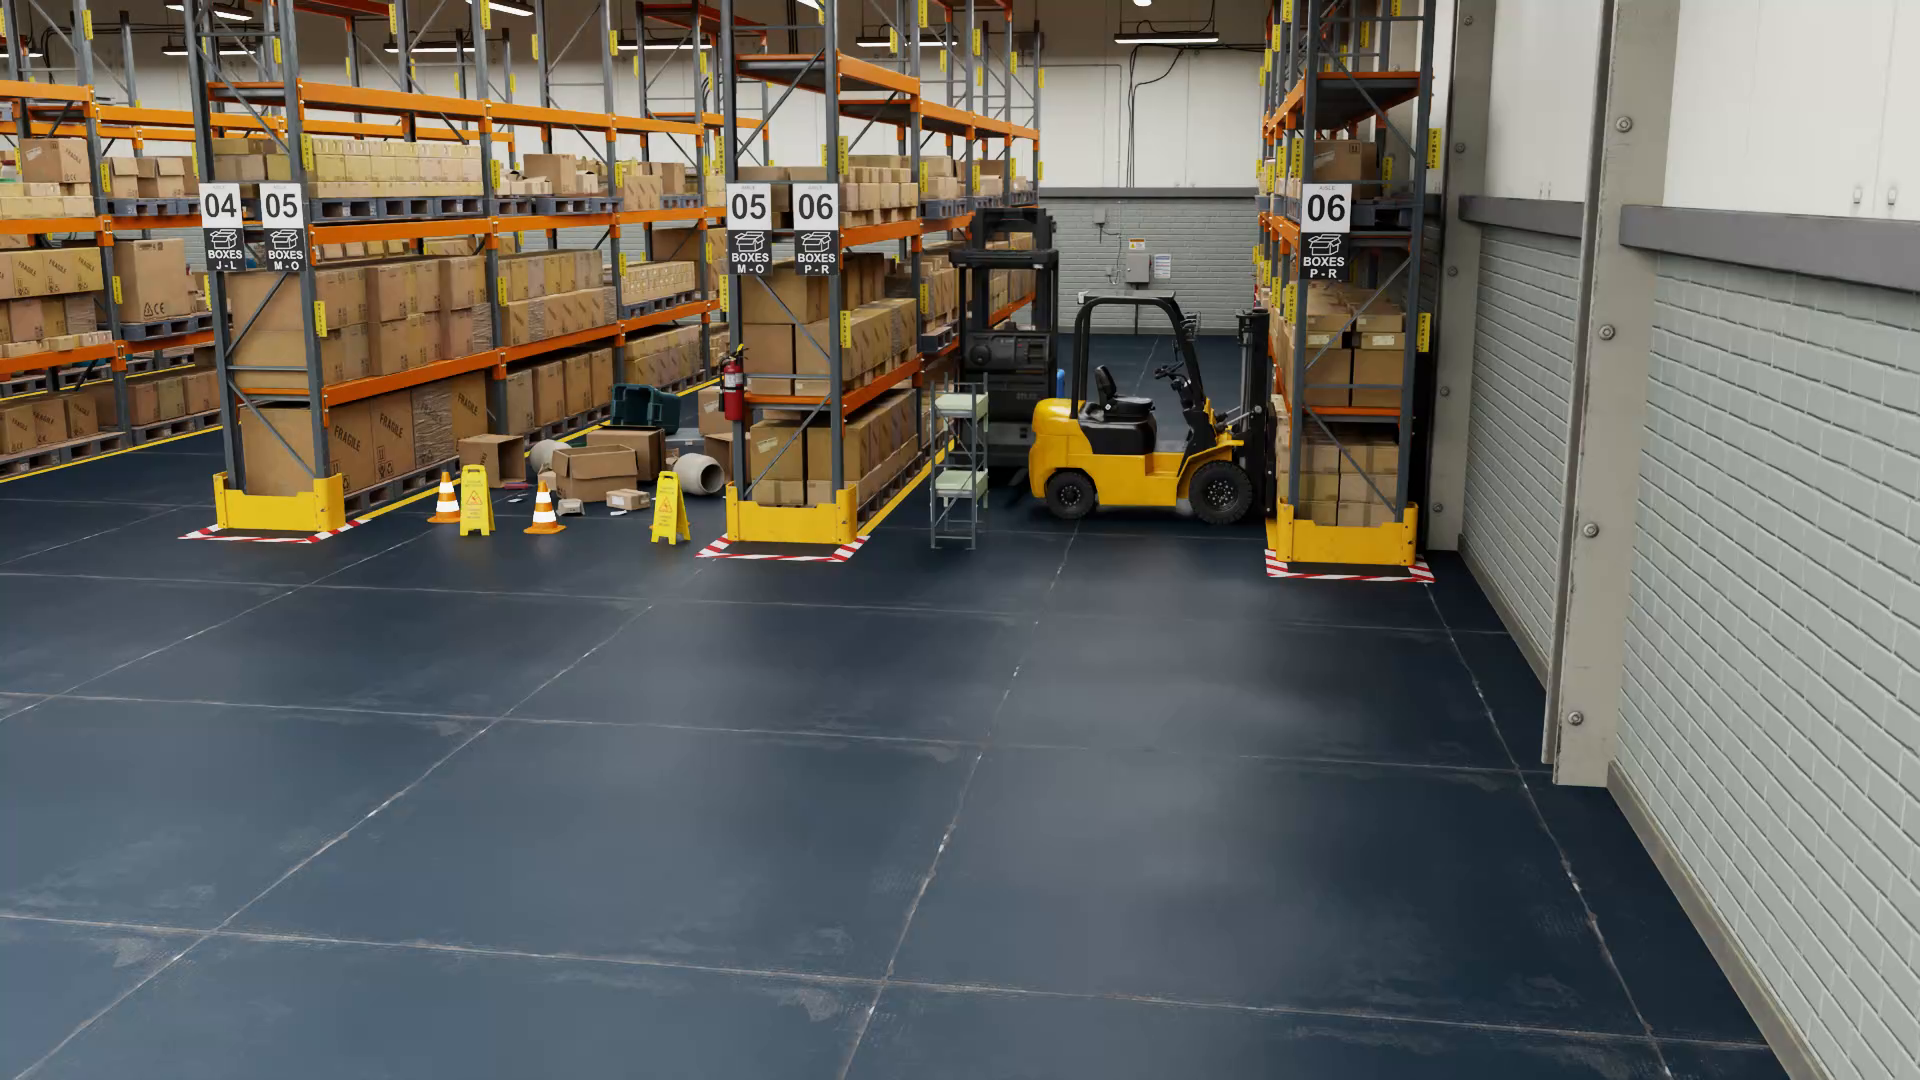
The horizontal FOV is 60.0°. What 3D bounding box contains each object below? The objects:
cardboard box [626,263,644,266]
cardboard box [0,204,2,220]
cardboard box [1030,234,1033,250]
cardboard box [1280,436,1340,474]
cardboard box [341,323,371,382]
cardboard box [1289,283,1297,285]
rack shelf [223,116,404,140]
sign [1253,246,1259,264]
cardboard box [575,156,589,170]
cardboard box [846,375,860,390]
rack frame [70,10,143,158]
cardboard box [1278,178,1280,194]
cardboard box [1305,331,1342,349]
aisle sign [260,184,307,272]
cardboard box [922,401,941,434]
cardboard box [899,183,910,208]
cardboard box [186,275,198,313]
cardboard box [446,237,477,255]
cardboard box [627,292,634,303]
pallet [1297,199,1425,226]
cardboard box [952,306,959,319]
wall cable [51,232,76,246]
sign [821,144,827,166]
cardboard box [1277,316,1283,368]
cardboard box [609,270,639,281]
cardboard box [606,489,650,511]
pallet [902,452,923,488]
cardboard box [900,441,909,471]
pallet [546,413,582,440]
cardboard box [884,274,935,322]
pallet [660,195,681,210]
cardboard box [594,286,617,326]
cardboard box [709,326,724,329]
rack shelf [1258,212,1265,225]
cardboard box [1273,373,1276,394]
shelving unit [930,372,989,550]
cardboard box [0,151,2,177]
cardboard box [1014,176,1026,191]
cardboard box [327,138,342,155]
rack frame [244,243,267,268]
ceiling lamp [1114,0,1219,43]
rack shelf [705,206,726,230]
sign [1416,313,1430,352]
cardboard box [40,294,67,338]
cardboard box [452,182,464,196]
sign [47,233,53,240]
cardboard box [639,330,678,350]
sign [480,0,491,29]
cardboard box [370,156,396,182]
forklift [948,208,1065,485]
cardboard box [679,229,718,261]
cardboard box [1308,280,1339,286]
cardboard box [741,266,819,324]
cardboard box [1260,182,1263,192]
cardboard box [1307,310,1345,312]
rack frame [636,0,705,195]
[{"bbox_3d":[-5.211,-4.296,26.250,0.380,0.149,0.250,2,12,9],"label":"cardboard box"},{"bbox_3d":[-10.790,-3.589,18.018,0.500,0.250,0.500,2,12,10],"label":"cardboard box"},{"bbox_3d":[1.015,-5.114,29.249,0.500,0.500,0.500,2,12,9],"label":"cardboard box"},{"bbox_3d":[3.112,-0.759,14.810,0.500,0.250,0.500,2,12,11],"label":"cardboard box"},{"bbox_3d":[-6.387,-1.870,16.452,0.875,0.550,0.550,2,12,9],"label":"cardboard box"},{"bbox_3d":[4.186,-3.168,21.053,0.380,0.149,0.250,2,12,10],"label":"cardboard box"},{"bbox_3d":[-9.810,-6.252,25.556,1.077,0.370,4.000,2,12,9],"label":"rack shelf"},{"bbox_3d":[5.274,-5.075,29.623,0.100,0.325,0.005,2,12,9],"label":"sign"},{"bbox_3d":[-5.426,-5.250,23.318,0.396,0.266,0.258,2,12,9],"label":"cardboard box"},{"bbox_3d":[-1.153,-1.510,15.735,0.380,0.149,0.250,1,12,7],"label":"cardboard box"},{"bbox_3d":[-14.396,-7.376,28.115,1.000,3.000,0.127,2,12,9],"label":"rack frame"},{"bbox_3d":[4.071,-4.383,19.878,0.500,0.500,0.500,2,12,10],"label":"cardboard box"},{"bbox_3d":[3.126,-1.751,14.477,0.380,0.149,0.250,2,12,9],"label":"cardboard box"},{"bbox_3d":[-6.177,-2.849,15.180,0.394,0.787,0.004,2,12,9],"label":"aisle sign"},{"bbox_3d":[-0.755,-1.476,20.219,0.950,0.372,0.625,3,12,12],"label":"cardboard box"},{"bbox_3d":[-0.819,-3.629,17.498,0.500,0.250,0.500,2,12,8],"label":"cardboard box"},{"bbox_3d":[-10.557,-3.237,21.908,0.797,0.503,0.637,3,13,14],"label":"cardboard box"},{"bbox_3d":[-9.304,-5.359,30.865,0.500,0.500,0.500,2,12,7],"label":"cardboard box"},{"bbox_3d":[-4.922,-3.493,23.938,0.380,0.149,0.250,2,12,11],"label":"cardboard box"},{"bbox_3d":[3.484,-2.873,14.551,1.003,0.211,1.213,2,12,9],"label":"pallet"},{"bbox_3d":[-0.182,-2.914,21.249,0.380,0.149,0.250,2,12,10],"label":"cardboard box"},{"bbox_3d":[-22.347,-8.177,39.205,3.097,2.526,0.112,2,12,9],"label":"wall cable"},{"bbox_3d":[-1.489,-4.225,18.453,0.100,0.325,0.005,2,12,9],"label":"sign"},{"bbox_3d":[3.639,-2.101,17.642,0.500,0.500,0.500,2,12,7],"label":"cardboard box"},{"bbox_3d":[-4.889,-3.838,24.128,0.380,0.149,0.250,2,12,8],"label":"cardboard box"},{"bbox_3d":[-3.350,-0.408,16.790,0.380,0.149,0.250,10,15,38],"label":"cardboard box"},{"bbox_3d":[-1.009,-0.792,18.425,1.003,0.211,1.213,2,12,9],"label":"pallet"},{"bbox_3d":[-0.838,-0.914,17.903,0.500,0.250,0.500,2,12,7],"label":"cardboard box"},{"bbox_3d":[-5.618,-1.490,21.664,1.003,0.211,1.213,2,12,9],"label":"pallet"},{"bbox_3d":[-0.585,-2.784,19.108,0.500,0.500,0.500,2,12,10],"label":"cardboard box"},{"bbox_3d":[-4.973,-5.134,25.280,1.213,0.211,1.003,2,12,9],"label":"pallet"},{"bbox_3d":[-5.036,-3.215,22.809,0.500,0.500,0.500,2,12,9],"label":"cardboard box"},{"bbox_3d":[-4.463,-3.774,30.000,0.380,0.149,0.250,1,12,6],"label":"cardboard box"},{"bbox_3d":[5.503,-5.332,27.461,1.077,0.370,4.000,2,12,9],"label":"rack shelf"},{"bbox_3d":[4.378,-1.748,20.879,0.875,0.625,0.625,2,12,11],"label":"cardboard box"},{"bbox_3d":[-0.001,-0.732,15.086,0.431,1.500,0.755,2,12,9],"label":"shelving unit"},{"bbox_3d":[-18.898,-7.232,31.958,0.700,0.500,0.500,2,12,9],"label":"cardboard box"},{"bbox_3d":[0.925,-6.345,29.573,0.500,0.250,0.500,1,12,3],"label":"cardboard box"},{"bbox_3d":[-6.057,-3.702,15.656,0.380,0.149,0.250,2,12,9],"label":"cardboard box"},{"bbox_3d":[-10.117,-3.450,24.138,1.000,3.000,0.127,2,12,9],"label":"rack frame"},{"bbox_3d":[3.922,-11.054,31.325,2.000,3.185,0.800,2,12,9],"label":"ceiling lamp"},{"bbox_3d":[-4.309,-5.632,28.850,1.077,0.370,4.000,2,12,9],"label":"rack shelf"},{"bbox_3d":[3.897,-1.746,13.990,0.100,0.325,0.005,2,12,9],"label":"sign"},{"bbox_3d":[-10.975,-2.617,19.330,0.875,0.500,0.500,2,12,9],"label":"cardboard box"},{"bbox_3d":[-5.664,-3.841,18.194,0.380,0.149,0.250,2,12,10],"label":"cardboard box"},{"bbox_3d":[-18.130,-6.135,33.101,0.100,0.325,0.005,2,12,9],"label":"sign"},{"bbox_3d":[-4.641,-3.071,25.534,0.500,0.250,0.500,1,12,6],"label":"cardboard box"},{"bbox_3d":[-5.302,-5.879,18.577,0.100,0.325,0.005,2,12,9],"label":"sign"},{"bbox_3d":[-5.981,-3.698,16.587,0.500,0.250,0.500,2,12,8],"label":"cardboard box"},{"bbox_3d":[0.488,-2.098,18.028,1.130,2.935,3.031,2,12,9],"label":"forklift"},{"bbox_3d":[-4.307,-4.870,27.411,0.500,0.500,0.500,2,12,10],"label":"cardboard box"},{"bbox_3d":[4.814,-3.325,22.325,0.500,0.500,0.500,2,12,11],"label":"cardboard box"},{"bbox_3d":[-1.693,-2.260,15.300,0.700,0.500,0.500,2,12,7],"label":"cardboard box"},{"bbox_3d":[4.617,-5.191,24.461,0.380,0.149,0.250,2,12,9],"label":"cardboard box"},{"bbox_3d":[3.204,-1.949,14.689,0.380,0.149,0.250,2,12,9],"label":"cardboard box"},{"bbox_3d":[-4.617,-7.034,26.527,1.000,3.000,0.127,2,12,9],"label":"rack frame"}]
